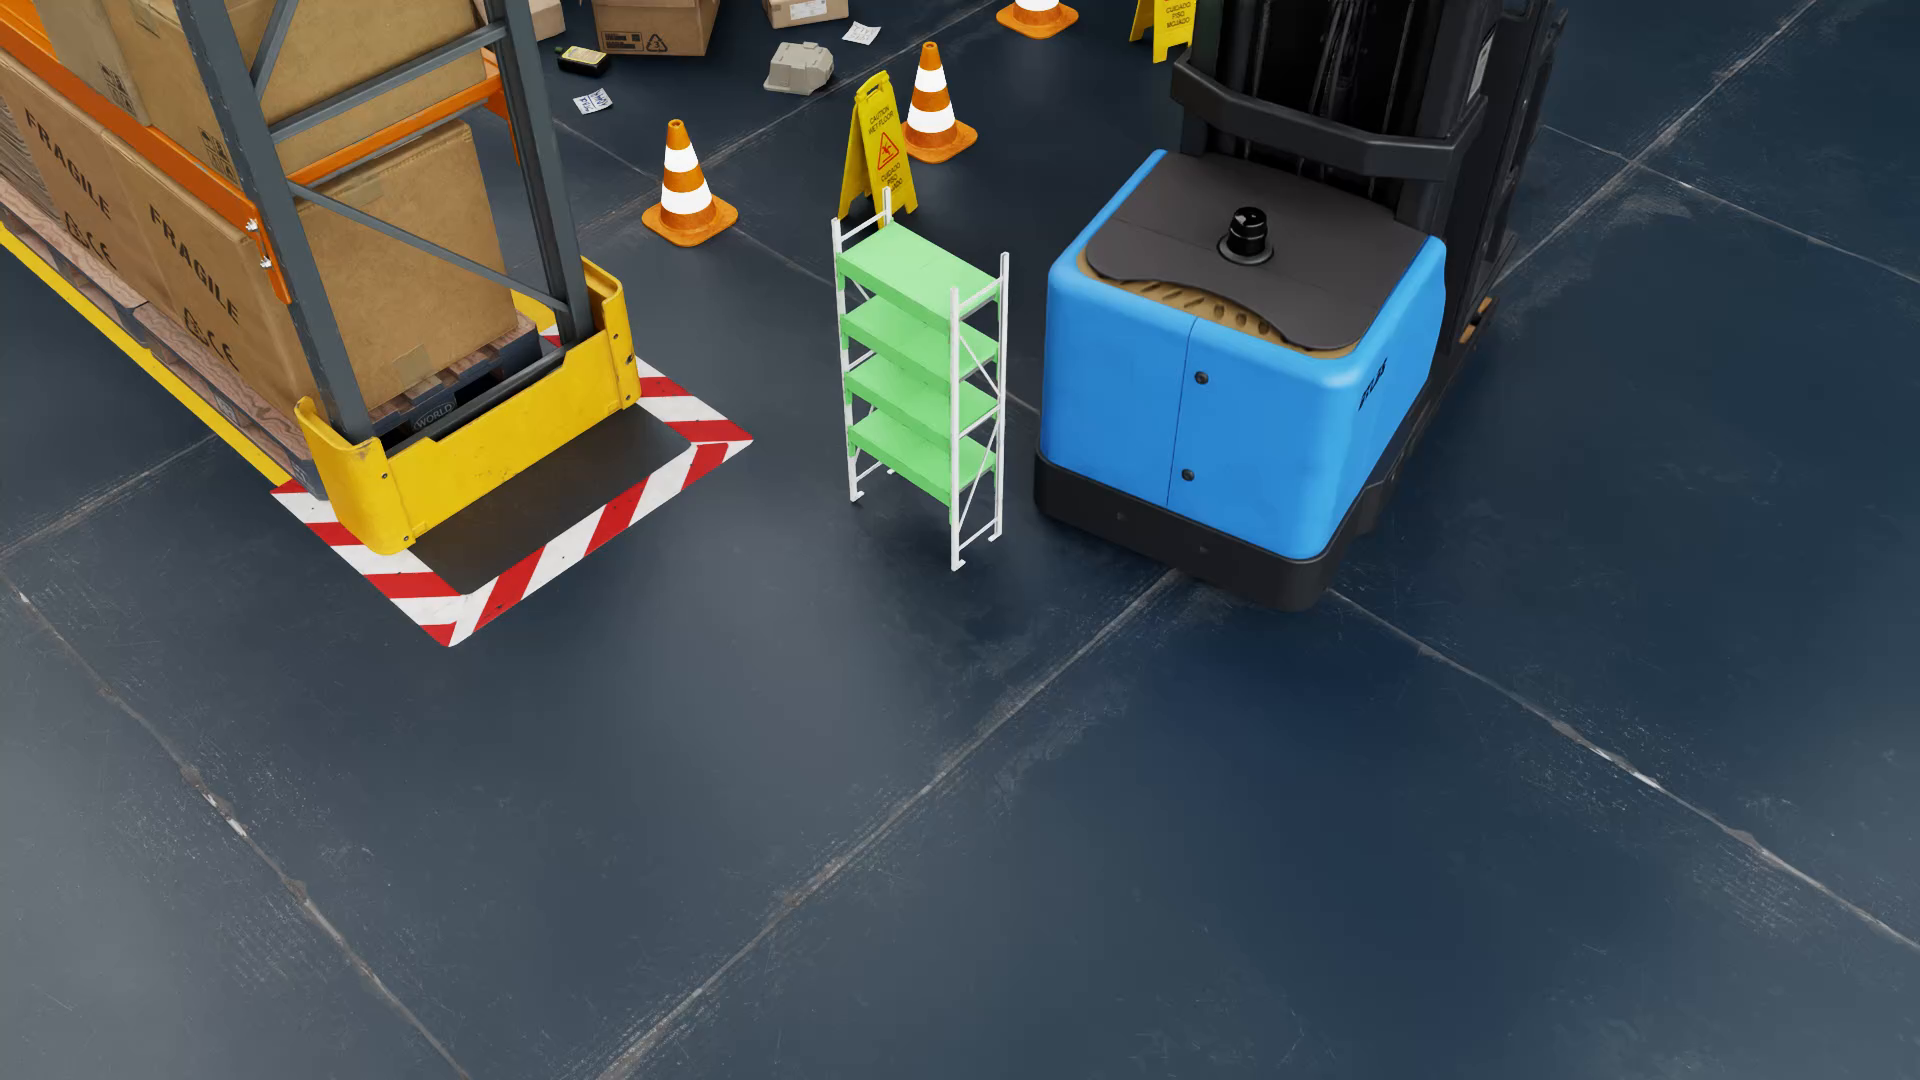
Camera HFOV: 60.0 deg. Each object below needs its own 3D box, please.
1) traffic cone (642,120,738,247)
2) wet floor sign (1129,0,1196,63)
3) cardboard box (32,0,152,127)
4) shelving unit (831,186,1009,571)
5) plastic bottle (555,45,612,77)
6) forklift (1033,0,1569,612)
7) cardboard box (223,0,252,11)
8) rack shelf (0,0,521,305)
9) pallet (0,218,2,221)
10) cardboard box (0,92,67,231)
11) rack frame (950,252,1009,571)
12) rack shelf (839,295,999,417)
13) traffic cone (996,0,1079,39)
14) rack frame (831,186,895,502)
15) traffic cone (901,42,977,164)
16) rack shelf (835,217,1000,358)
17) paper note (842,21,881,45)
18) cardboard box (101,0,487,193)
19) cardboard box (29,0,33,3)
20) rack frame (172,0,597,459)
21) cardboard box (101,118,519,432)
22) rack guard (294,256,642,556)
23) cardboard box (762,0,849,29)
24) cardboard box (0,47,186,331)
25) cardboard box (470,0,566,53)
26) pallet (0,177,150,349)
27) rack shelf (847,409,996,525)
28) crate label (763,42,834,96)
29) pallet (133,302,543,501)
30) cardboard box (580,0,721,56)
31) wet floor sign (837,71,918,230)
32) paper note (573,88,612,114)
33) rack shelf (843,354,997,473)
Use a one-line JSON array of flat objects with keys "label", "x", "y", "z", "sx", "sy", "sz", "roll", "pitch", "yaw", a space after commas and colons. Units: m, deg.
[{"label": "traffic cone", "x": -1.140, "y": -1.518, "z": 6.858, "sx": 0.334, "sy": 0.463, "sz": 0.336, "roll": 34, "pitch": 55, "yaw": 28}, {"label": "wet floor sign", "x": 0.984, "y": -2.592, "z": 7.741, "sx": 0.267, "sy": 0.644, "sz": 0.232, "roll": -21, "pitch": 50, "yaw": -18}, {"label": "cardboard box", "x": -2.435, "y": -1.834, "z": 5.312, "sx": 0.550, "sy": 0.550, "sz": 0.875, "roll": 34, "pitch": 55, "yaw": 28}, {"label": "shelving unit", "x": -0.122, "y": -0.493, "z": 5.389, "sx": 0.503, "sy": 1.200, "sz": 0.258, "roll": 34, "pitch": 55, "yaw": 28}, {"label": "plastic bottle", "x": -1.798, "y": -2.262, "z": 7.832, "sx": 0.283, "sy": 0.061, "sz": 0.133, "roll": 17, "pitch": 49, "yaw": 15}, {"label": "forklift", "x": 1.437, "y": -1.833, "z": 5.461, "sx": 1.130, "sy": 2.935, "sz": 3.031, "roll": 23, "pitch": 51, "yaw": 20}, {"label": "cardboard box", "x": -1.959, "y": -1.989, "z": 4.716, "sx": 0.550, "sy": 0.550, "sz": 0.875, "roll": 34, "pitch": 55, "yaw": 28}, {"label": "rack shelf", "x": -3.183, "y": -2.106, "z": 6.163, "sx": 4.000, "sy": 0.370, "sz": 1.077, "roll": 34, "pitch": 55, "yaw": 28}, {"label": "pallet", "x": -4.147, "y": -1.969, "z": 7.454, "sx": 1.213, "sy": 0.211, "sz": 1.003, "roll": 34, "pitch": 55, "yaw": 28}, {"label": "cardboard box", "x": -3.573, "y": -1.966, "z": 6.707, "sx": 0.875, "sy": 0.875, "sz": 0.875, "roll": 34, "pitch": 56, "yaw": 28}, {"label": "rack frame", "x": 0.058, "y": -0.372, "z": 5.276, "sx": 0.015, "sy": 1.200, "sz": 0.240, "roll": 34, "pitch": 55, "yaw": 28}, {"label": "rack shelf", "x": -0.122, "y": -0.613, "z": 5.261, "sx": 0.480, "sy": 0.148, "sz": 0.258, "roll": 34, "pitch": 55, "yaw": 28}, {"label": "traffic cone", "x": 0.379, "y": -2.718, "z": 7.985, "sx": 0.334, "sy": 0.463, "sz": 0.336, "roll": 34, "pitch": 55, "yaw": 28}, {"label": "rack frame", "x": -0.301, "y": -0.613, "z": 5.503, "sx": 0.015, "sy": 1.200, "sz": 0.240, "roll": 34, "pitch": 55, "yaw": 28}, {"label": "traffic cone", "x": -0.124, "y": -1.956, "z": 7.269, "sx": 0.334, "sy": 0.463, "sz": 0.336, "roll": 34, "pitch": 55, "yaw": 28}, {"label": "rack shelf", "x": -0.122, "y": -0.777, "z": 5.086, "sx": 0.480, "sy": 0.148, "sz": 0.258, "roll": 34, "pitch": 55, "yaw": 28}, {"label": "paper note", "x": -0.475, "y": -2.450, "z": 8.029, "sx": 0.142, "sy": 0.019, "sz": 0.148, "roll": 17, "pitch": 49, "yaw": 15}, {"label": "cardboard box", "x": -2.016, "y": -1.574, "z": 5.067, "sx": 0.550, "sy": 0.550, "sz": 0.875, "roll": 34, "pitch": 55, "yaw": 28}, {"label": "cardboard box", "x": -2.762, "y": -2.178, "z": 5.635, "sx": 0.550, "sy": 0.550, "sz": 0.875, "roll": 34, "pitch": 55, "yaw": 28}, {"label": "rack frame", "x": -1.713, "y": -1.364, "z": 4.973, "sx": 0.127, "sy": 3.000, "sz": 1.000, "roll": 34, "pitch": 55, "yaw": 28}, {"label": "cardboard box", "x": -2.256, "y": -1.080, "z": 5.876, "sx": 0.875, "sy": 0.875, "sz": 0.875, "roll": 34, "pitch": 56, "yaw": 28}, {"label": "rack guard", "x": -1.695, "y": -0.496, "z": 5.873, "sx": 0.348, "sy": 0.500, "sz": 1.175, "roll": 34, "pitch": 55, "yaw": 28}, {"label": "cardboard box", "x": -0.763, "y": -2.655, "z": 8.141, "sx": 0.380, "sy": 0.149, "sz": 0.250, "roll": -13, "pitch": 48, "yaw": -12}, {"label": "cardboard box", "x": -2.904, "y": -1.514, "z": 6.283, "sx": 0.875, "sy": 0.875, "sz": 0.875, "roll": 33, "pitch": 55, "yaw": 27}, {"label": "cardboard box", "x": -2.140, "y": -2.542, "z": 7.955, "sx": 0.396, "sy": 0.266, "sz": 0.258, "roll": -29, "pitch": 53, "yaw": -25}, {"label": "pallet", "x": -3.246, "y": -1.366, "z": 6.888, "sx": 1.213, "sy": 0.211, "sz": 1.003, "roll": 34, "pitch": 55, "yaw": 28}, {"label": "rack shelf", "x": -0.122, "y": -0.285, "z": 5.611, "sx": 0.480, "sy": 0.148, "sz": 0.258, "roll": 34, "pitch": 55, "yaw": 28}, {"label": "crate label", "x": -0.744, "y": -2.200, "z": 7.721, "sx": 0.298, "sy": 0.136, "sz": 0.250, "roll": 9, "pitch": 48, "yaw": 9}, {"label": "pallet", "x": -2.354, "y": -0.762, "z": 6.321, "sx": 1.213, "sy": 0.211, "sz": 1.003, "roll": 34, "pitch": 55, "yaw": 28}, {"label": "cardboard box", "x": -1.438, "y": -2.723, "z": 7.962, "sx": 0.637, "sy": 0.503, "sz": 0.797, "roll": 2, "pitch": 47, "yaw": 2}, {"label": "wet floor sign", "x": -0.349, "y": -1.604, "z": 6.813, "sx": 0.232, "sy": 0.644, "sz": 0.267, "roll": 25, "pitch": 52, "yaw": 22}, {"label": "paper note", "x": -1.683, "y": -2.011, "z": 7.618, "sx": 0.144, "sy": 0.017, "sz": 0.142, "roll": -21, "pitch": 50, "yaw": -18}, {"label": "rack shelf", "x": -0.122, "y": -0.449, "z": 5.436, "sx": 0.480, "sy": 0.148, "sz": 0.258, "roll": 34, "pitch": 55, "yaw": 28}]
